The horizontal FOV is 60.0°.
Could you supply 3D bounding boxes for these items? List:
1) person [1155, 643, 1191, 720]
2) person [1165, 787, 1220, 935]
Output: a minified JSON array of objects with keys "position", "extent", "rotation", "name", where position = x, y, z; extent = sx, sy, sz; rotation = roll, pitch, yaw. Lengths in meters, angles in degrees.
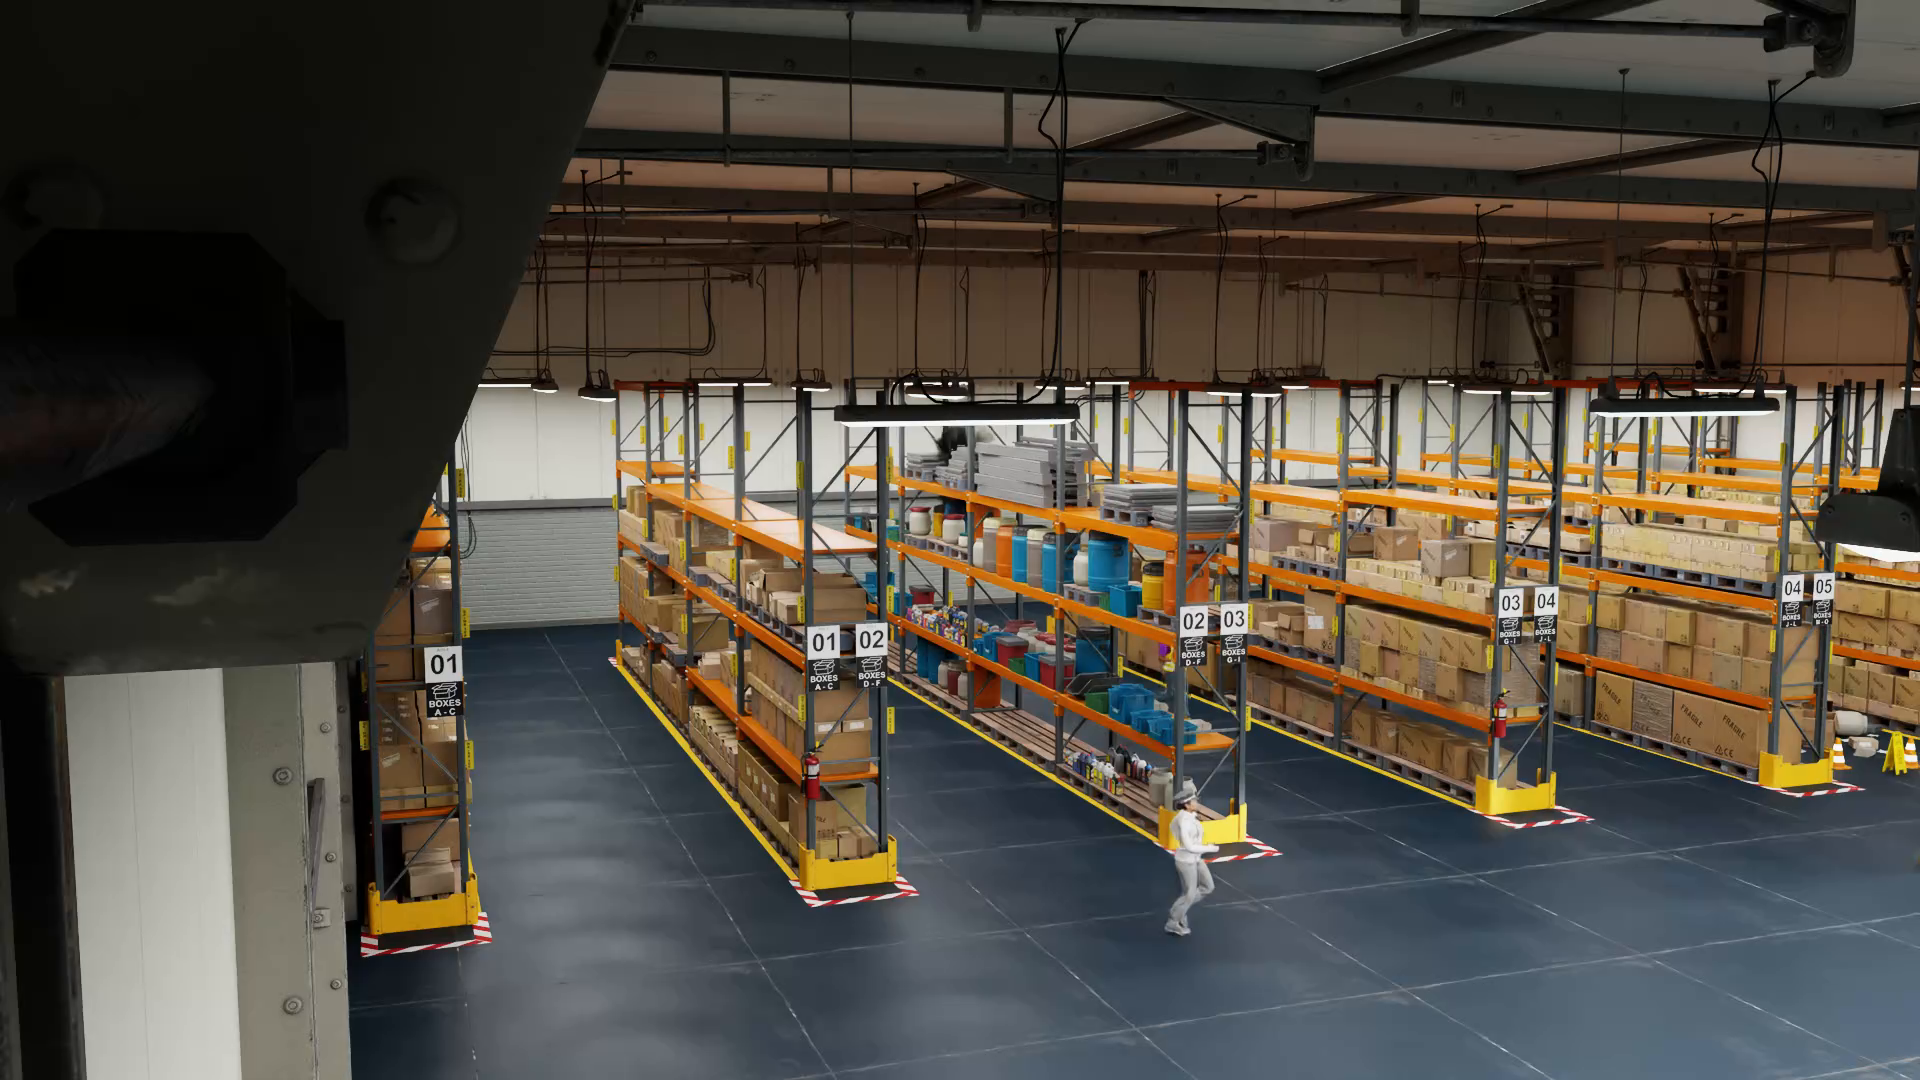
[{"position":[3.749,2.296,29.024],"extent":[0.701,1.764,0.972],"rotation":[-4,7,-32],"name":"person"},{"position":[2.578,3.551,18.432],"extent":[0.591,1.660,0.594],"rotation":[1,6,12],"name":"person"}]
